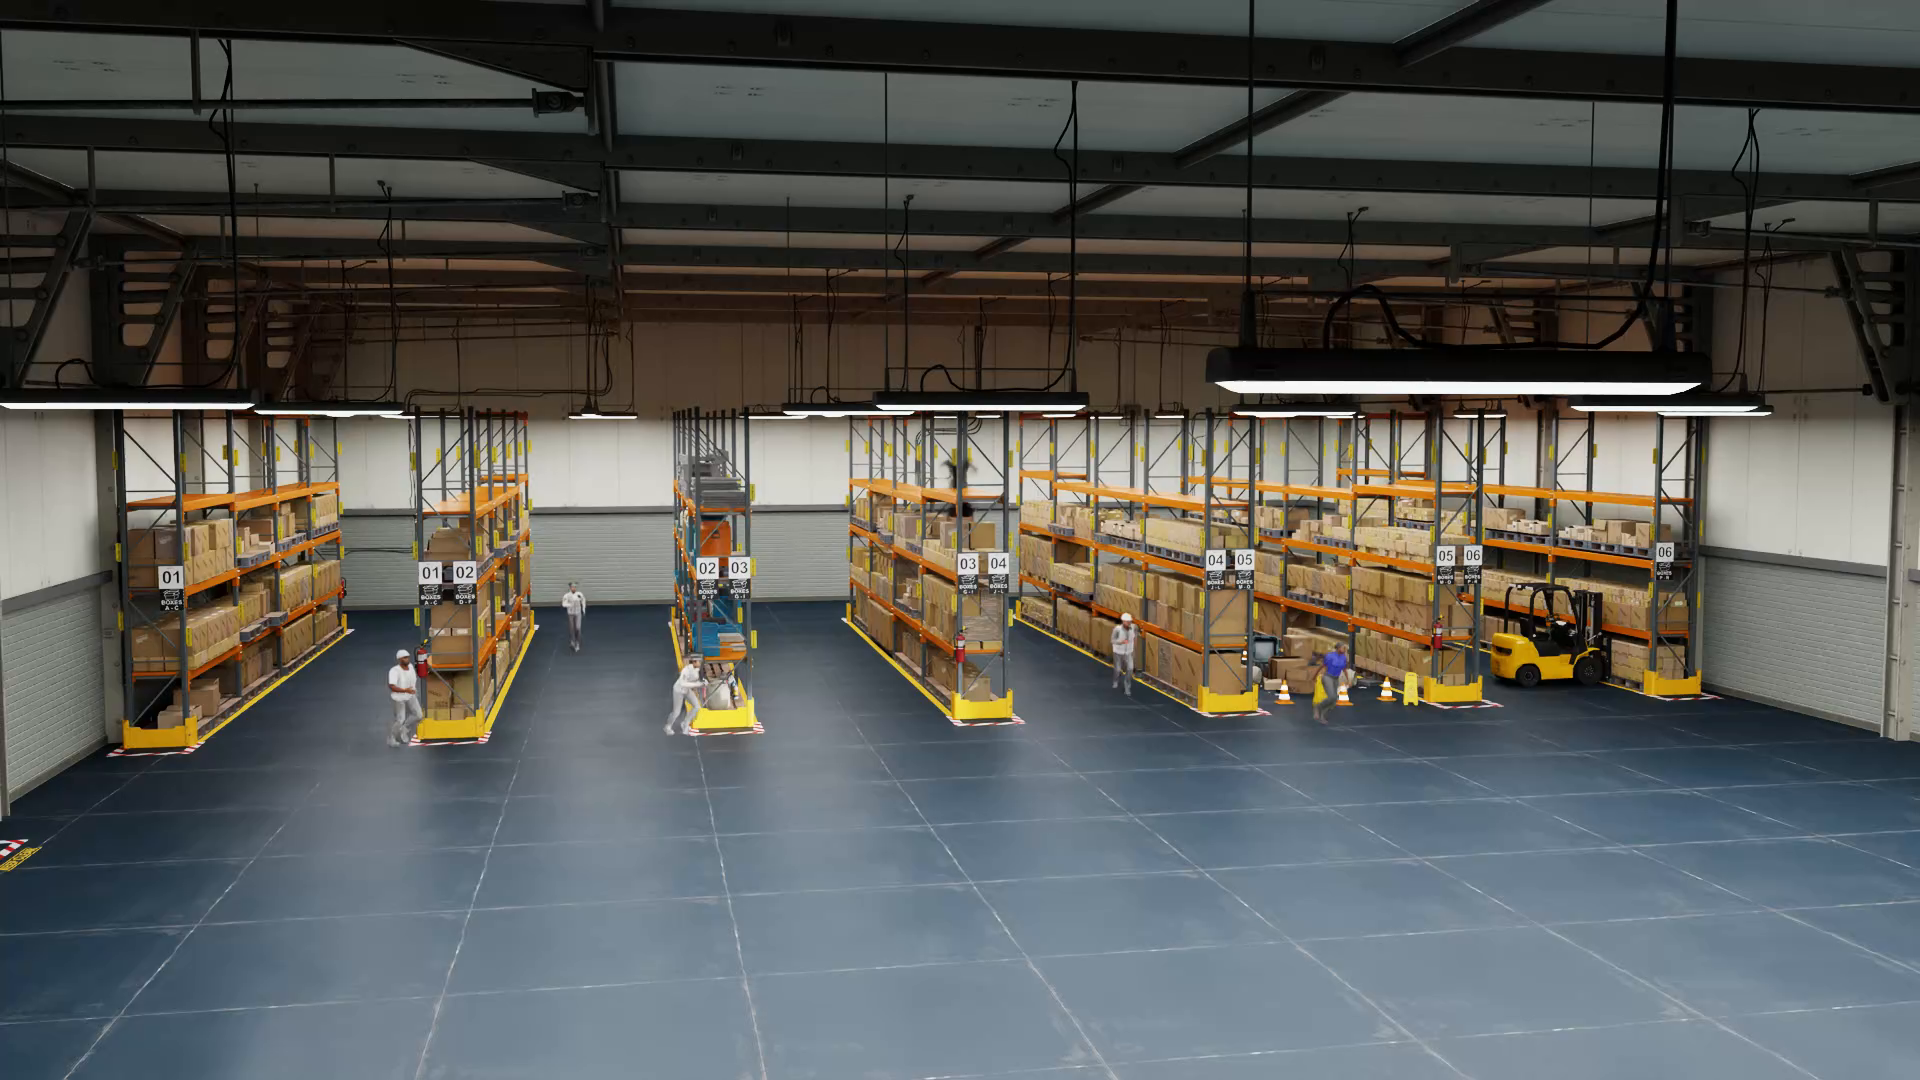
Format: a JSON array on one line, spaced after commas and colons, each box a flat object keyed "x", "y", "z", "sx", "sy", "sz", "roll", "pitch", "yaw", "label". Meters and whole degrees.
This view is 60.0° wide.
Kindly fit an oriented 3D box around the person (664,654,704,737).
[{"x": -4.991, "y": 2.812, "z": 30.258, "sx": 0.912, "sy": 1.537, "sz": 0.649, "roll": 2, "pitch": 5, "yaw": 28, "label": "person"}]

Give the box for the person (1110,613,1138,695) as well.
[{"x": 3.444, "y": 2.402, "z": 35.059, "sx": 0.691, "sy": 1.783, "sz": 0.952, "roll": -1, "pitch": 4, "yaw": -15, "label": "person"}]

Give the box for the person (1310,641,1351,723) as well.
[{"x": 7.046, "y": 2.685, "z": 31.538, "sx": 0.605, "sy": 1.581, "sz": 0.697, "roll": -3, "pitch": 5, "yaw": -36, "label": "person"}]

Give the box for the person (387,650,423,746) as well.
[{"x": -9.731, "y": 2.770, "z": 29.198, "sx": 0.784, "sy": 1.712, "sz": 0.709, "roll": 3, "pitch": 5, "yaw": 34, "label": "person"}]

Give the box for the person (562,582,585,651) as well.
[{"x": -9.707, "y": 1.899, "z": 41.824, "sx": 0.567, "sy": 1.740, "sz": 0.846, "roll": -1, "pitch": 4, "yaw": -13, "label": "person"}]
